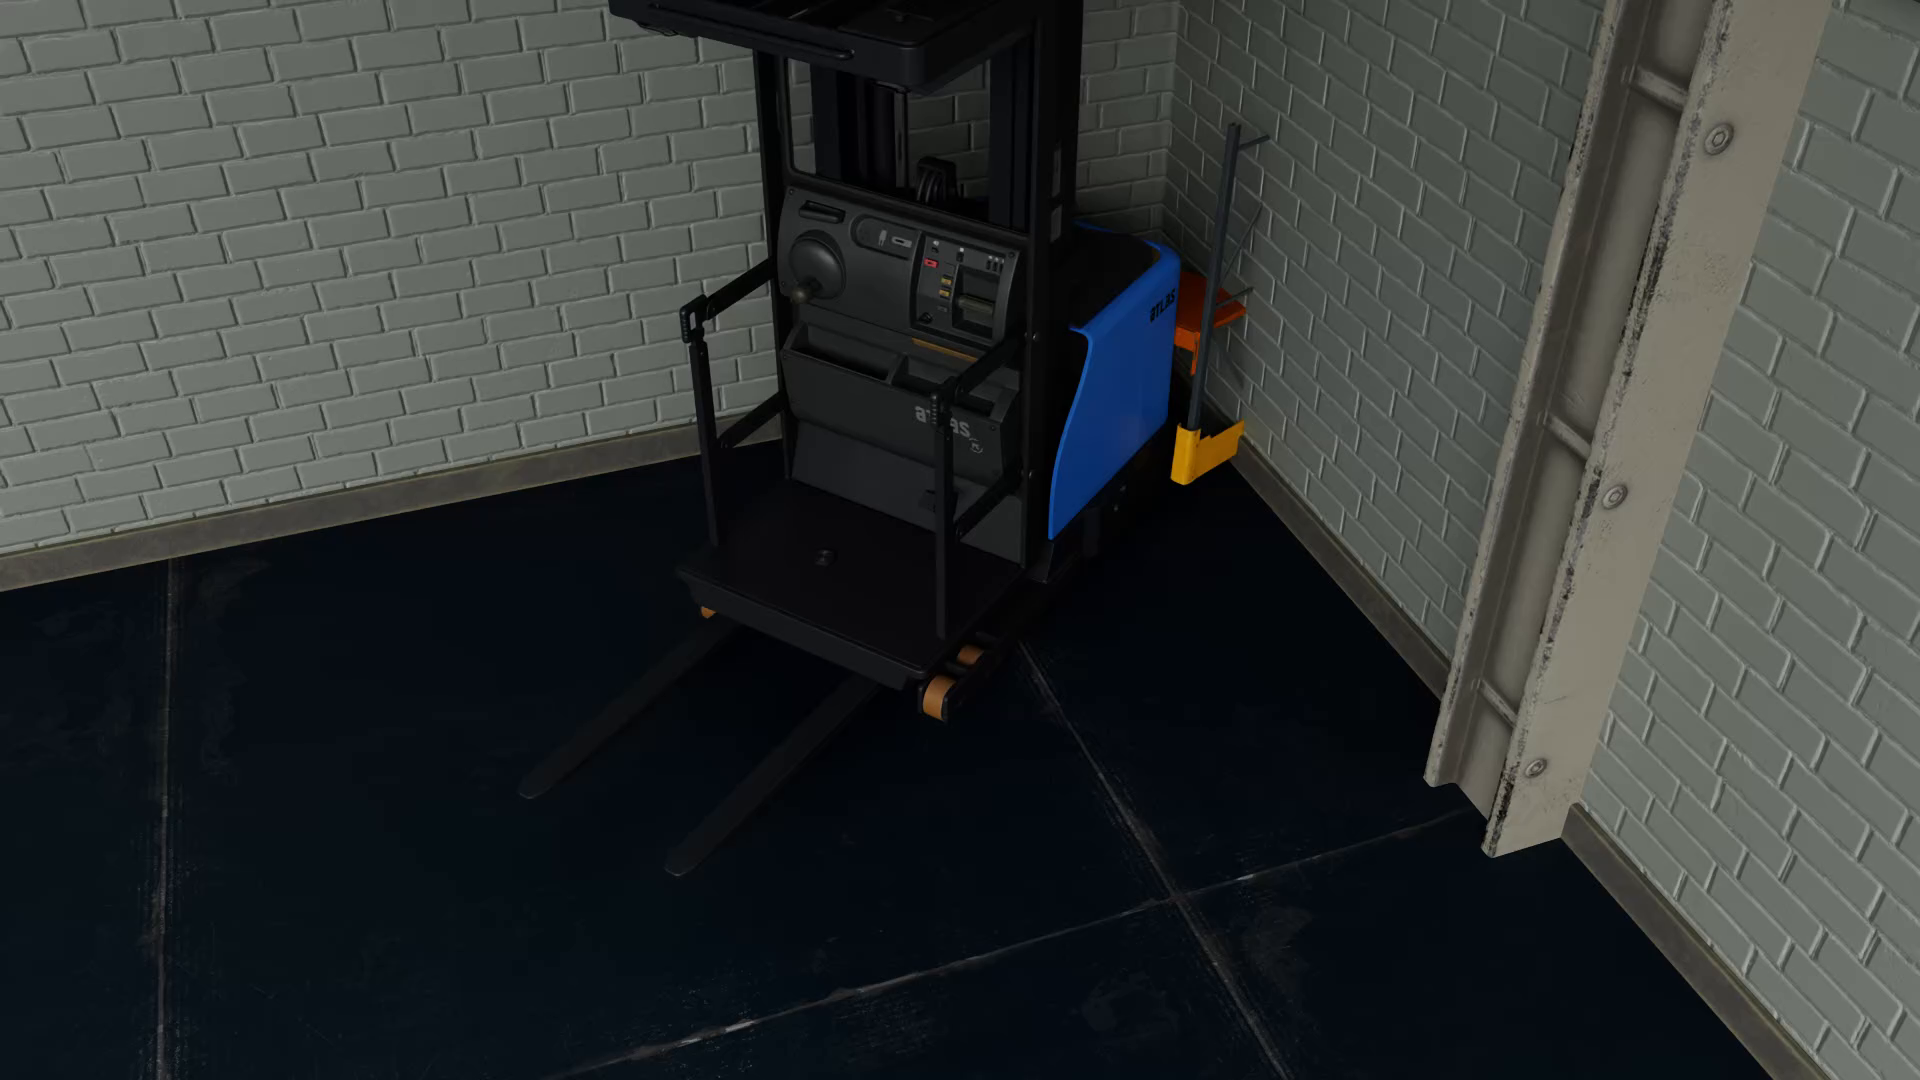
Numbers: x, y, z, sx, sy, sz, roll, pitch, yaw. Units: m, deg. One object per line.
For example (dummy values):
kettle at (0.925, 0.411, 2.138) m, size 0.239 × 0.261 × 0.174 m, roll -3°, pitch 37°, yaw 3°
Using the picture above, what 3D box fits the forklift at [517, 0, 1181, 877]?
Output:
forklift at (-0.330, -0.853, 5.447) m, size 1.130 × 2.935 × 3.031 m, roll 21°, pitch 42°, yaw 25°

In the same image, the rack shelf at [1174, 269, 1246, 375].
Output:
rack shelf at (0.739, -1.024, 7.049) m, size 1.000 × 0.185 × 0.538 m, roll 27°, pitch 39°, yaw 33°

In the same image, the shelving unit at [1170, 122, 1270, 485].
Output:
shelving unit at (0.754, -1.173, 6.949) m, size 1.083 × 1.500 × 0.587 m, roll 27°, pitch 39°, yaw 33°

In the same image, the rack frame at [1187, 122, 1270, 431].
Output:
rack frame at (1.128, -0.982, 6.679) m, size 0.032 × 1.500 × 0.500 m, roll 27°, pitch 39°, yaw 33°

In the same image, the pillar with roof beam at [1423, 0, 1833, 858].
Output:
pillar with roof beam at (-2.251, -1.817, 1.682) m, size 9.100 × 9.000 × 0.400 m, roll -12°, pitch 39°, yaw -16°

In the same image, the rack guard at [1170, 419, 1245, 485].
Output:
rack guard at (1.096, -0.453, 7.010) m, size 0.087 × 0.250 × 0.587 m, roll 27°, pitch 39°, yaw 33°
